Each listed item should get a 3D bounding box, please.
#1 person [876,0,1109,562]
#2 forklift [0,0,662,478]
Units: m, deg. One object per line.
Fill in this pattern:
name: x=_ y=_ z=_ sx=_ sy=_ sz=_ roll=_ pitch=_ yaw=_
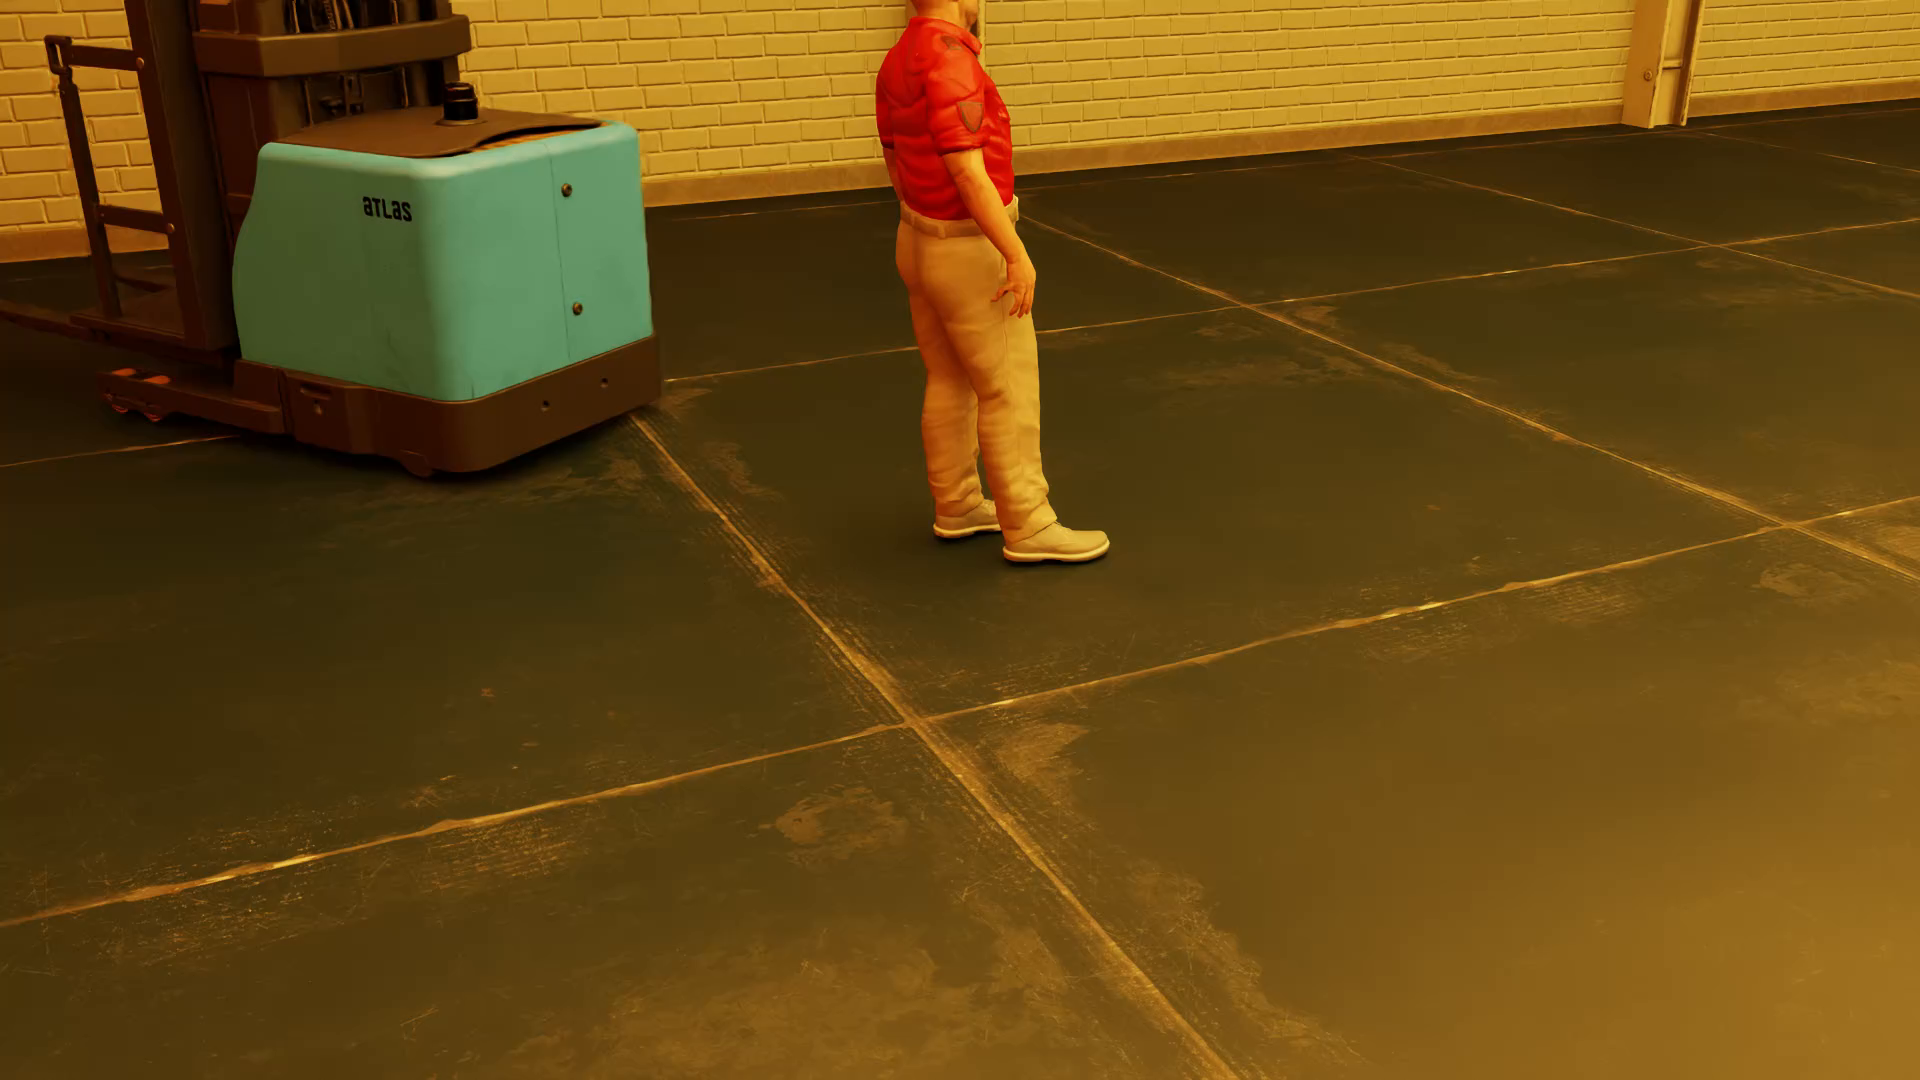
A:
person: x=0.086 y=-0.815 z=4.797 sx=0.551 sy=1.727 sz=0.640 roll=-10 pitch=25 yaw=-23
forklift: x=-2.650 y=-1.956 z=5.995 sx=3.031 sy=2.935 sz=1.130 roll=12 pitch=26 yaw=27
